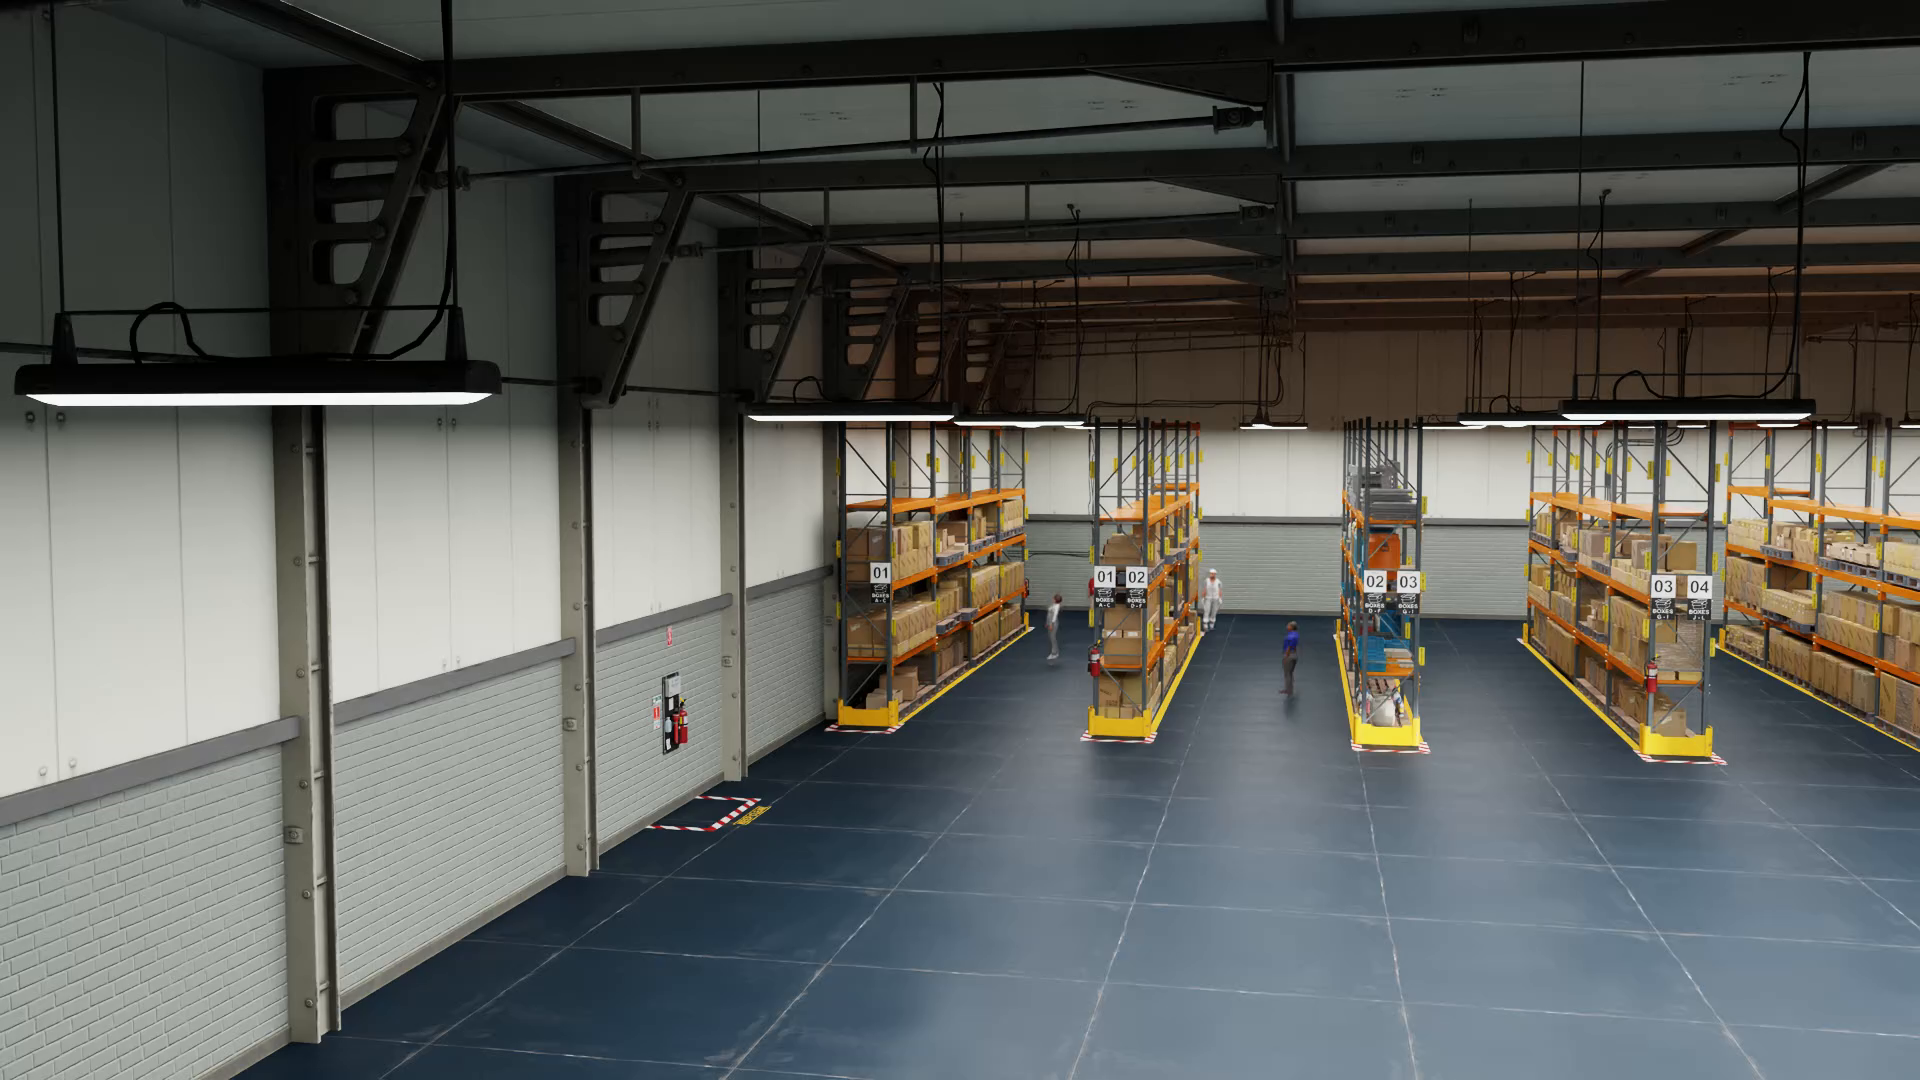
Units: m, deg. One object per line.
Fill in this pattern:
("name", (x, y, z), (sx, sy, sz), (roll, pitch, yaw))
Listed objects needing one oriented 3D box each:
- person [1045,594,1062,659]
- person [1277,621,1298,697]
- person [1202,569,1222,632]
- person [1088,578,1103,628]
("person", (2.284, 2.136, 41.000), (0.443, 1.577, 0.445), (-2, 4, -26))
("person", (7.072, 2.568, 36.091), (0.566, 1.655, 0.456), (4, 5, 45))
("person", (7.261, 1.734, 47.867), (0.580, 1.801, 0.528), (0, 4, 1))
("person", (4.026, 1.715, 48.702), (0.528, 1.667, 1.068), (0, 4, 3))
